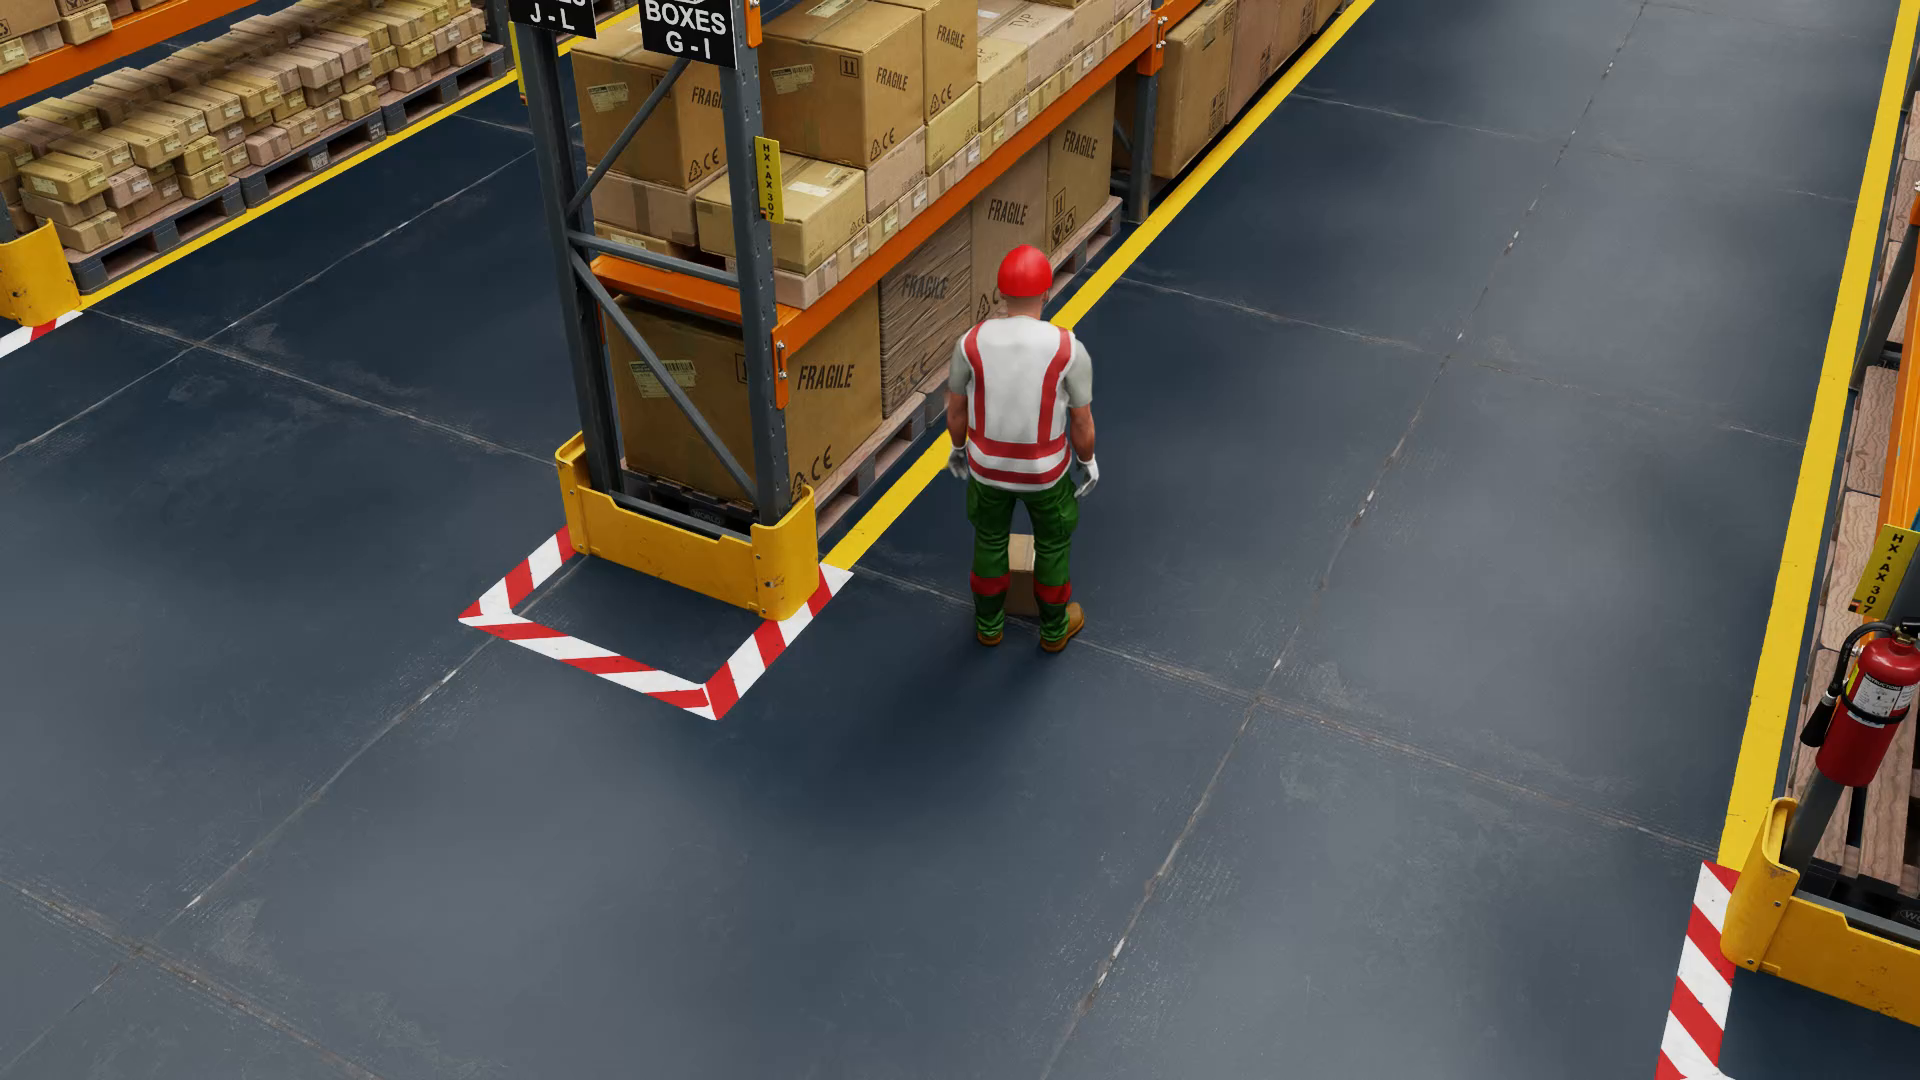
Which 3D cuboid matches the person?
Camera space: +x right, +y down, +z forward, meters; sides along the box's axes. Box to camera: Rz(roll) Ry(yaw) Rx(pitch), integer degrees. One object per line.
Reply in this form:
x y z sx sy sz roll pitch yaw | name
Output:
0.245 -0.317 6.550 0.608 1.780 0.448 8 38 10 | person
